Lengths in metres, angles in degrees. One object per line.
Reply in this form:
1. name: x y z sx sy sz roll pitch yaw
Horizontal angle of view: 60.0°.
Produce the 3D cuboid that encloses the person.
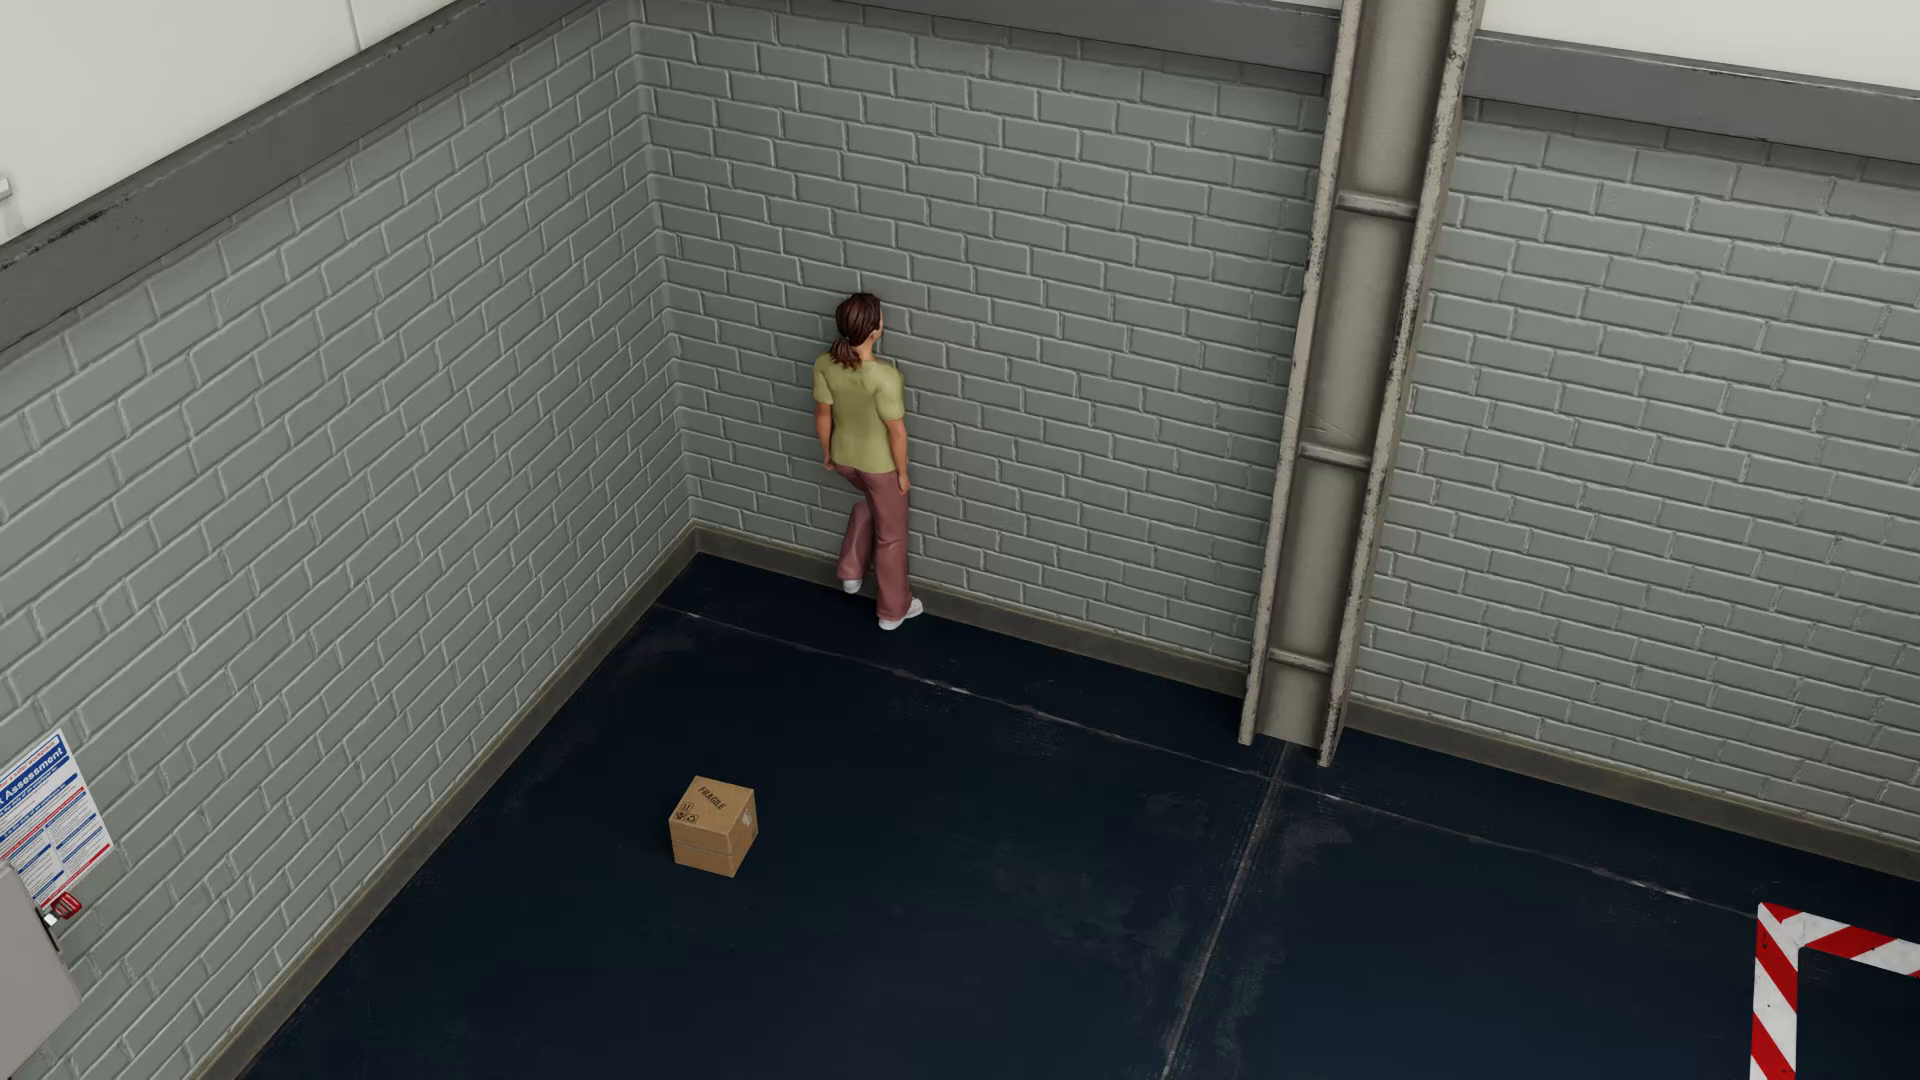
1. person: -0.375 -0.364 7.291 0.431 1.673 0.470 18 41 21
